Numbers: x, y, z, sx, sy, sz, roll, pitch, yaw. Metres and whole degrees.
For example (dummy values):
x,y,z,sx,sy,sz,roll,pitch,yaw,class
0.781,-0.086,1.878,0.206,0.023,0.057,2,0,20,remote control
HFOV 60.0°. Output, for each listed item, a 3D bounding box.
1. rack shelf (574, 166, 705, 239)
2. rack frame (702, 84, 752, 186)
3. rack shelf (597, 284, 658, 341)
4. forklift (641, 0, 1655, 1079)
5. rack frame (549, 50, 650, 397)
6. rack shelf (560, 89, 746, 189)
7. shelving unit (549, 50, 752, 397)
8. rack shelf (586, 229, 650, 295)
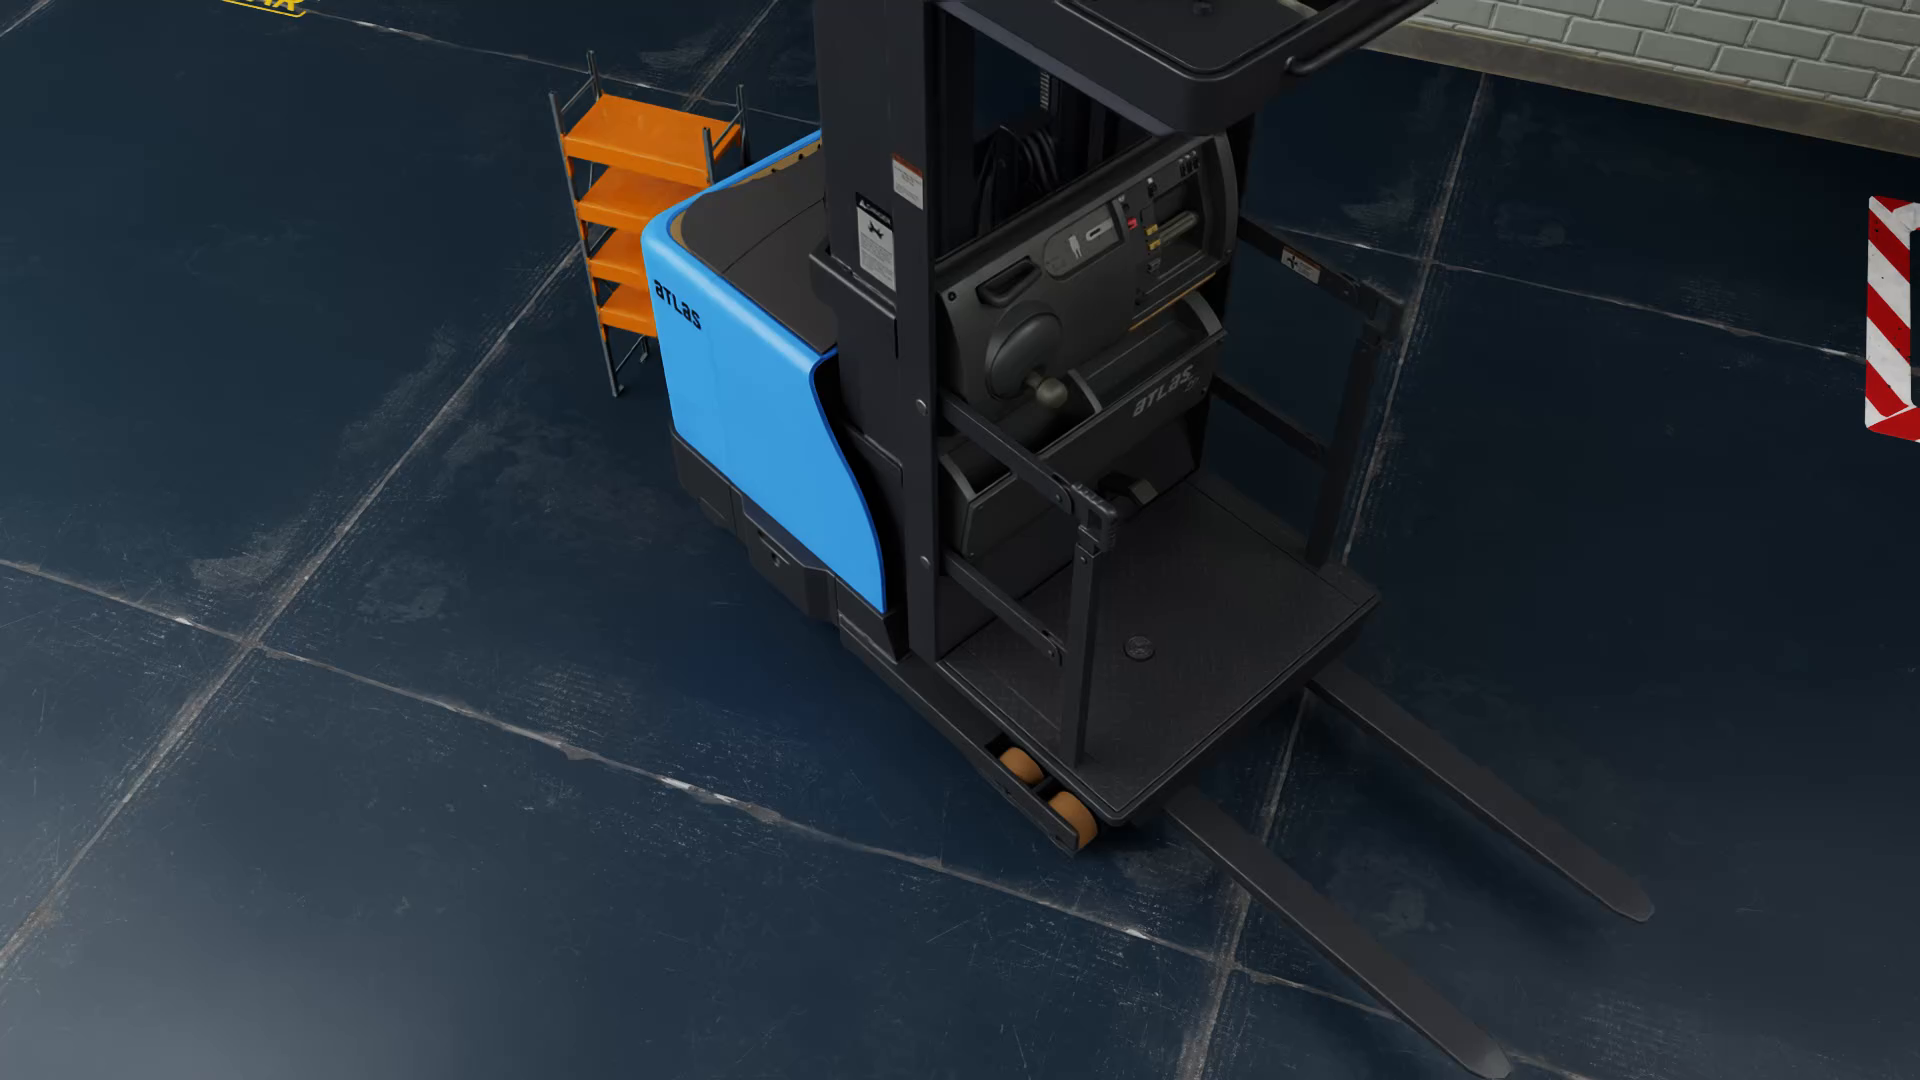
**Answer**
x,y,z,sx,sy,sz,roll,pitch,yaw,class
-0.903,-1.005,5.119,0.480,0.148,0.258,16,51,13,rack shelf
-0.675,-0.836,5.180,0.015,1.200,0.240,16,51,13,rack frame
-0.904,-0.727,5.437,0.480,0.148,0.258,16,51,13,rack shelf
0.467,-0.560,3.795,1.130,2.935,3.031,-35,58,-26,forklift
-1.132,-0.967,5.293,0.015,1.200,0.240,16,51,13,rack frame
-0.903,-1.160,4.940,0.480,0.148,0.258,16,51,13,rack shelf
-0.904,-0.902,5.236,0.503,1.200,0.258,16,51,13,shelving unit
-0.904,-0.858,5.287,0.480,0.148,0.258,16,51,13,rack shelf
